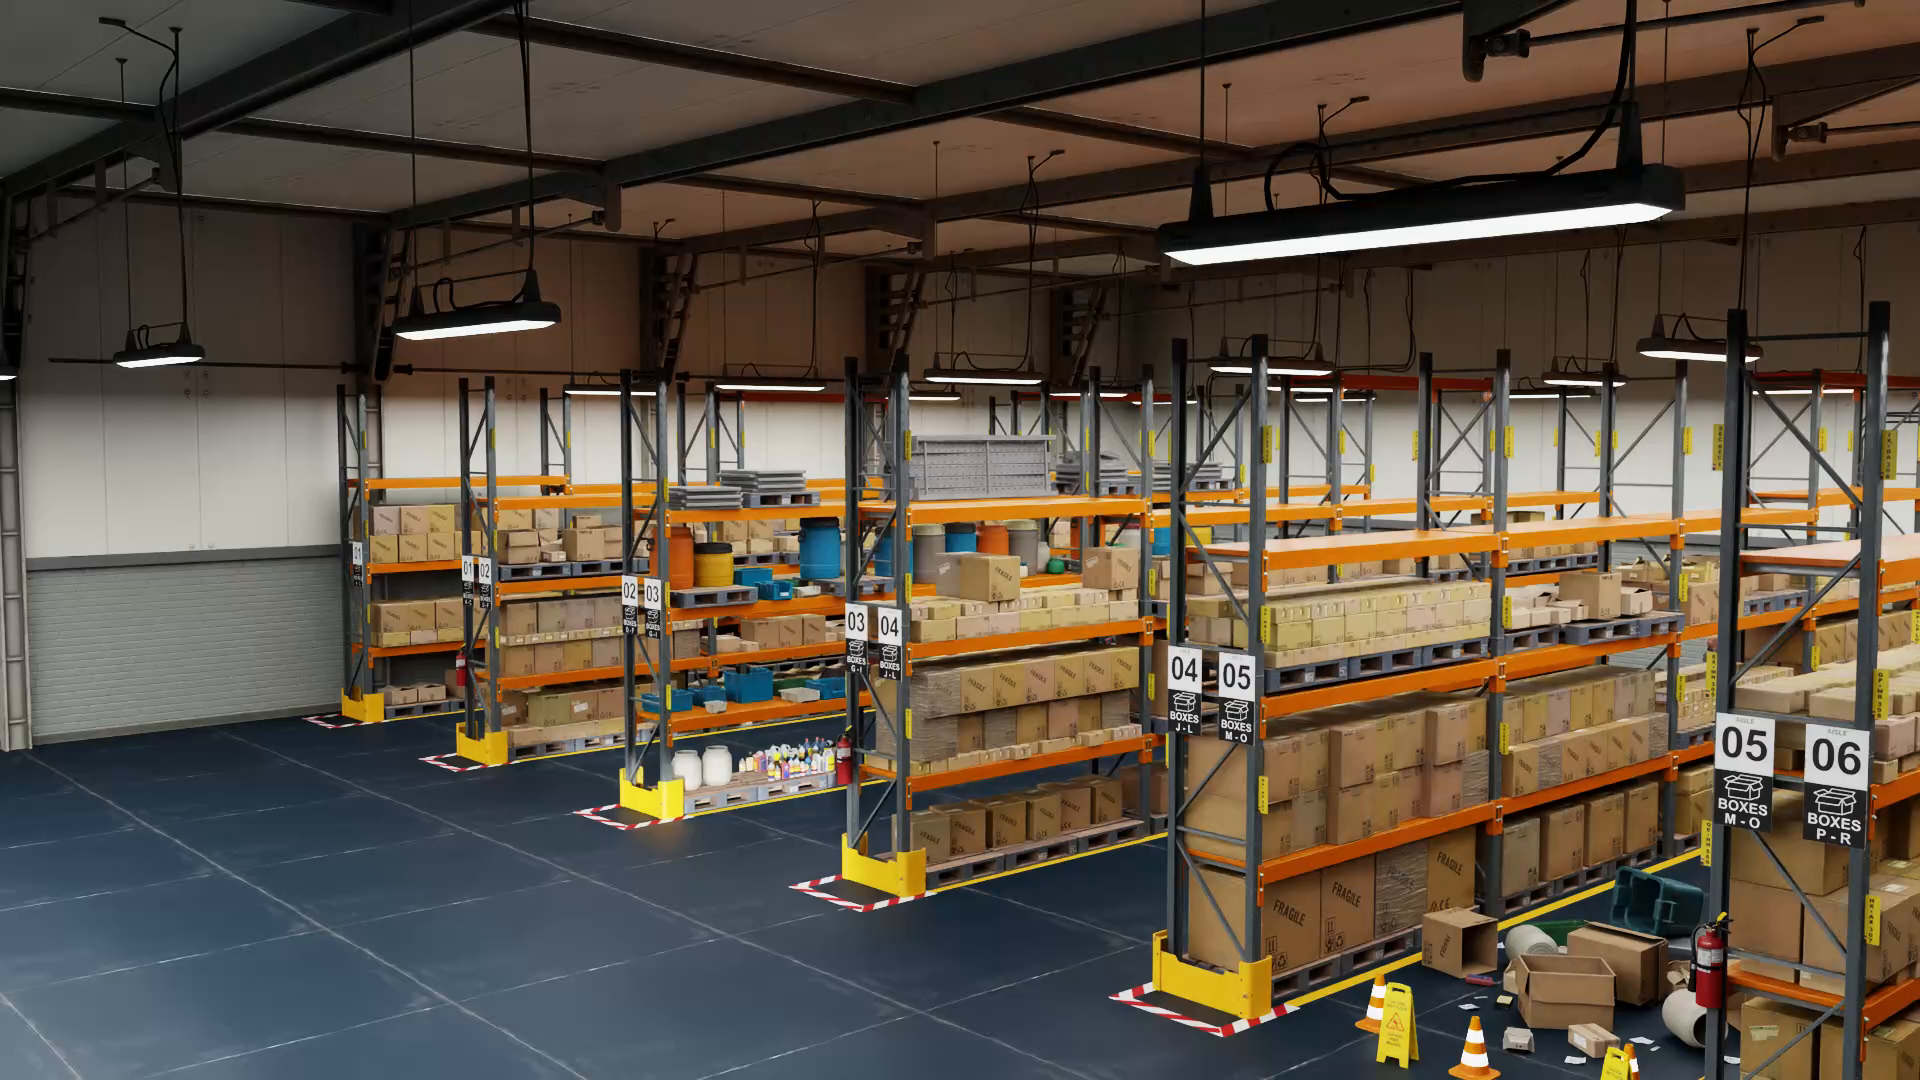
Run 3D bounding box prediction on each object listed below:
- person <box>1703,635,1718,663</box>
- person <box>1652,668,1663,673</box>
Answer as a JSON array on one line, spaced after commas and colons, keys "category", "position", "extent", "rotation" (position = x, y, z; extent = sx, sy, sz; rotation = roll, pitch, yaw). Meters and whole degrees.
[{"category": "person", "position": [12.776, 2.433, 28.110], "extent": [0.995, 1.696, 0.579], "rotation": [-4, 5, -43]}, {"category": "person", "position": [10.381, 2.704, 24.707], "extent": [1.028, 1.603, 0.524], "rotation": [-3, 5, -41]}]
